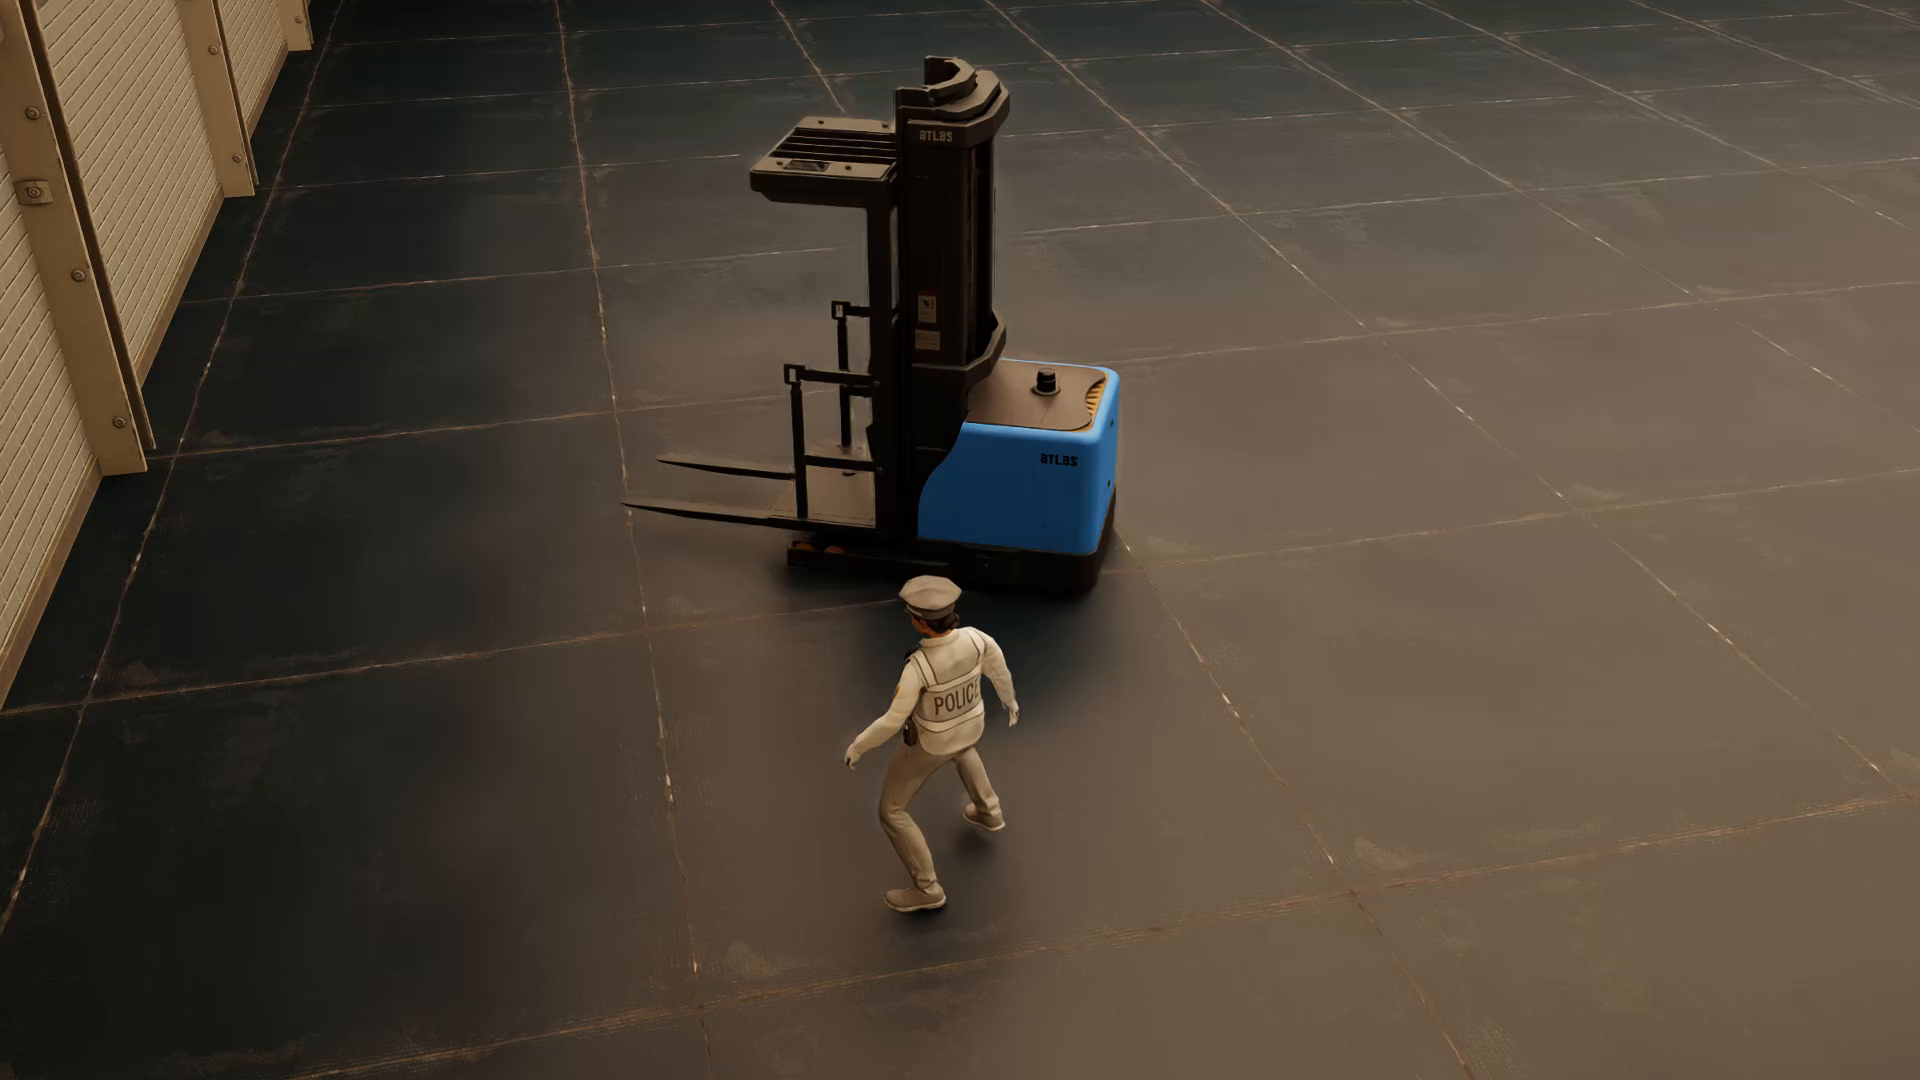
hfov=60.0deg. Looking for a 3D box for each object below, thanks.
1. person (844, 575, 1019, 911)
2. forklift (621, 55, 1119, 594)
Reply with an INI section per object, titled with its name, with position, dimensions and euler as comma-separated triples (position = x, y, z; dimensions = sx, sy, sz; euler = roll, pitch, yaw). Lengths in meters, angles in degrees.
[person]
position = -0.093, 0.851, 7.500
dimensions = 0.855, 1.565, 0.568
euler = -19, 35, -30
[forklift]
position = -0.585, -1.313, 9.843
dimensions = 3.031, 2.935, 1.130
euler = 6, 31, 10
